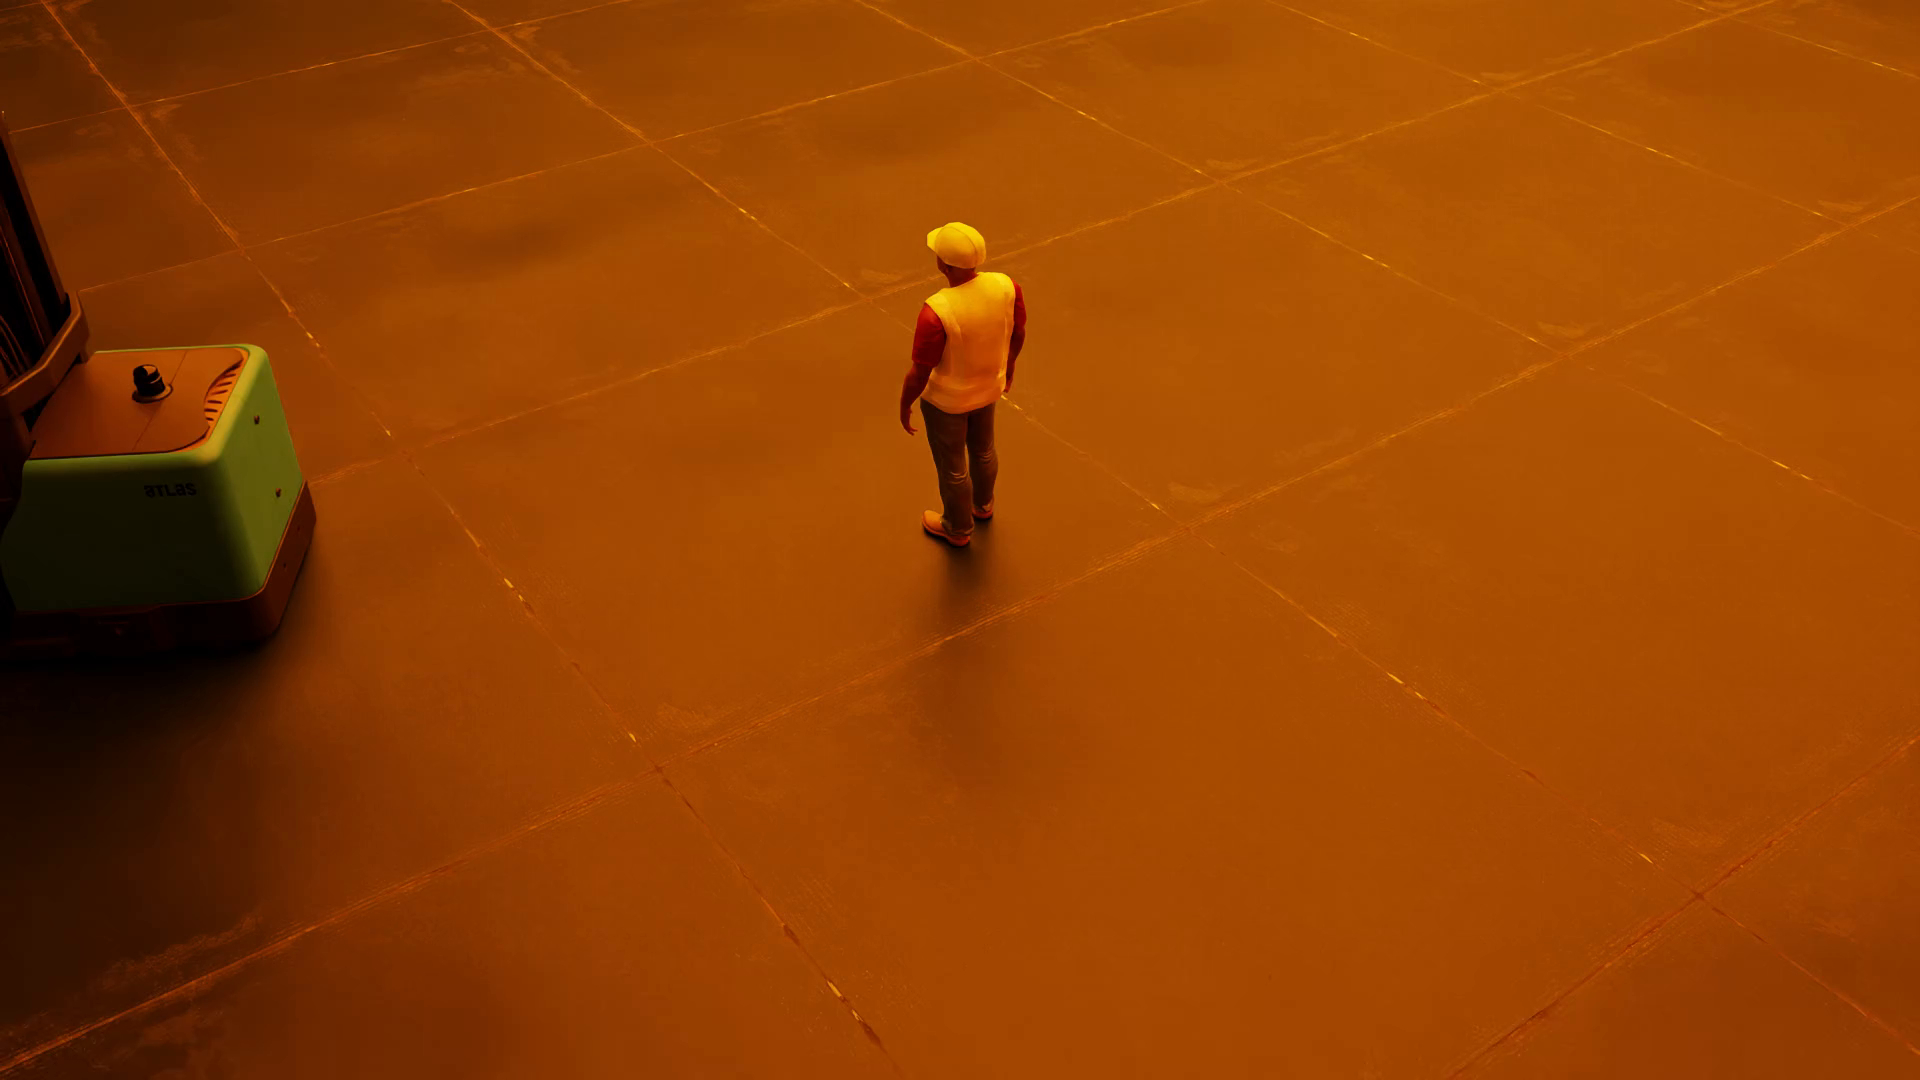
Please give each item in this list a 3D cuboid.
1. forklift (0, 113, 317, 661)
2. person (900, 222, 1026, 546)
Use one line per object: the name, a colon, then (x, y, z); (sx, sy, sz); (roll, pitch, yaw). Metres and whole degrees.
forklift: (-4.724, -0.882, 7.137); (3.031, 2.935, 1.130); (-3, 37, -5)
person: (-0.036, -0.752, 7.929); (0.665, 1.768, 0.575); (-23, 42, -28)
